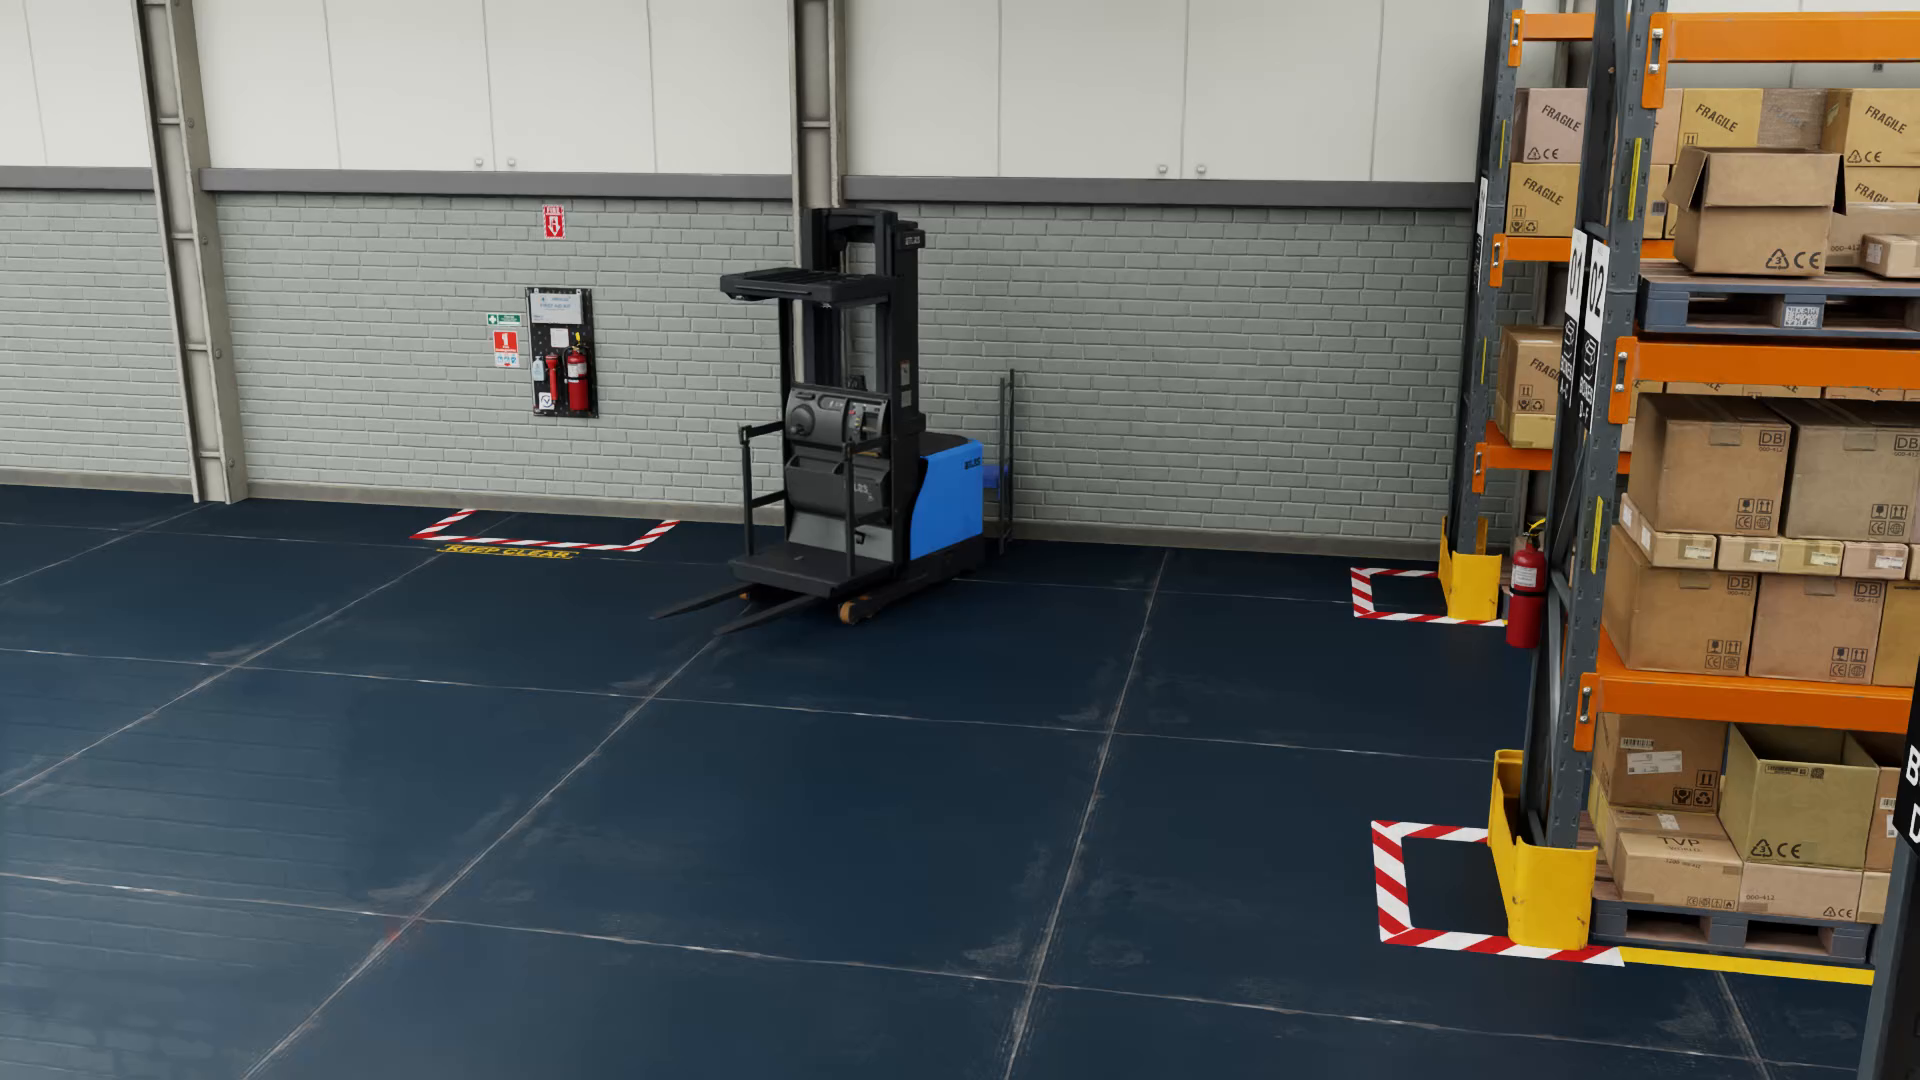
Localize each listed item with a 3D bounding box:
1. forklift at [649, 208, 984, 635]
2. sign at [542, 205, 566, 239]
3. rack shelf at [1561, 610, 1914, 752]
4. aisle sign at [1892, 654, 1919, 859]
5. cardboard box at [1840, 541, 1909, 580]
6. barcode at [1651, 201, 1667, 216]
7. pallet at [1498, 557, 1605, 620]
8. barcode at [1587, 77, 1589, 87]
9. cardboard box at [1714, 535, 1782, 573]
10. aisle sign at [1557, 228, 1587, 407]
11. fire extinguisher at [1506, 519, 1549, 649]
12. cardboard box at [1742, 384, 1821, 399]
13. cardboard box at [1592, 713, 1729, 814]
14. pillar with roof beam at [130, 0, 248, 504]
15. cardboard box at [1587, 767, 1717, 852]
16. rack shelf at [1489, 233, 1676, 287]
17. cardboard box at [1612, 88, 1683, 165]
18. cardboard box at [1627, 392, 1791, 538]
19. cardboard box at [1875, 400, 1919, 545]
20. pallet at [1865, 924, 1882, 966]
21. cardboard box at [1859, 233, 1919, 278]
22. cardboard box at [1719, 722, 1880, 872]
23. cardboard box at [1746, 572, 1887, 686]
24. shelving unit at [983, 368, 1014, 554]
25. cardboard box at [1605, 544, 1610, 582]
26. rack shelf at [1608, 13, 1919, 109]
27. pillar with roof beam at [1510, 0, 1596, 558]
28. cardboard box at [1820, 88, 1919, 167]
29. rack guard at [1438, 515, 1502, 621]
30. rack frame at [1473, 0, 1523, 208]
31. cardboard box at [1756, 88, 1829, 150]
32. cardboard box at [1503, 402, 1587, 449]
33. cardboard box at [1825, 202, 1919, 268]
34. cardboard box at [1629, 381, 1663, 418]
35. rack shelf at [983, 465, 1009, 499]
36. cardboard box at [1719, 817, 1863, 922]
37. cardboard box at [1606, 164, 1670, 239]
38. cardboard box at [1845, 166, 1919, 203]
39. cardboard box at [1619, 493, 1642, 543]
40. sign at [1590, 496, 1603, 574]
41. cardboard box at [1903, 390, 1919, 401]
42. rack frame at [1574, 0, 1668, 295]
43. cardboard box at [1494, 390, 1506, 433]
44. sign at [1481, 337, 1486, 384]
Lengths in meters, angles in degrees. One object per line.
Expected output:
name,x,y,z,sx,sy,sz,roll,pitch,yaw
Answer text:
forklift,-1.054,-0.935,12.377,1.130,2.935,3.031,11,19,33
sign,-3.575,-2.800,14.639,0.199,0.298,0.001,3,16,11
rack shelf,4.825,0.742,7.540,4.000,0.370,1.077,3,16,11
aisle sign,1.863,0.251,3.099,0.004,0.787,0.394,3,16,11
cardboard box,3.957,0.047,7.302,0.250,0.149,0.380,3,16,10
barcode,3.257,-1.546,7.748,0.075,0.075,0.001,3,16,11
pallet,4.712,0.394,12.676,1.213,0.211,1.003,3,16,11
barcode,4.644,-3.364,12.216,0.075,0.075,0.001,3,16,11
cardboard box,3.466,0.019,7.402,0.250,0.149,0.380,3,16,10
aisle sign,2.859,-1.044,7.771,0.004,0.787,0.394,3,16,11
fire extinguisher,2.841,0.199,8.300,0.183,0.674,0.296,3,16,11
cardboard box,5.752,-1.119,11.752,0.500,0.500,0.500,4,16,13
cardboard box,3.450,1.001,8.217,0.500,0.500,0.500,3,16,11
pillar with roof beam,-7.911,-3.599,10.628,0.400,9.000,9.100,3,16,11
cardboard box,3.449,1.363,8.316,0.500,0.250,0.500,3,16,11
rack shelf,5.808,-1.999,11.819,4.000,0.370,1.077,3,16,11
cardboard box,4.659,-2.868,11.510,0.500,0.500,0.500,3,16,10
cardboard box,3.372,-0.353,7.530,0.500,0.500,0.700,3,16,11
cardboard box,4.382,-0.300,7.338,0.500,0.500,0.700,3,16,11
pallet,4.814,1.728,7.857,1.213,0.211,1.003,3,16,11
cardboard box,3.983,-1.196,6.994,0.250,0.149,0.380,3,16,11
cardboard box,3.836,1.163,7.632,0.500,0.500,0.500,3,16,11
cardboard box,3.835,0.296,7.617,0.500,0.500,0.700,4,16,13
shelving unit,-0.102,-0.699,14.199,1.048,1.500,0.538,3,15,12
cardboard box,5.067,0.168,12.480,0.500,0.311,0.500,4,16,16
rack shelf,4.825,-1.956,6.793,4.000,0.370,1.077,3,16,11
pillar with roof beam,3.849,-2.961,8.323,0.400,9.000,9.100,3,16,11
cardboard box,6.170,-2.786,11.215,0.500,0.500,0.500,3,16,9
rack guard,3.923,0.202,12.827,0.348,0.500,1.175,3,16,11
rack frame,3.848,-3.898,11.707,0.127,3.000,1.000,3,16,11
cardboard box,5.830,-2.951,11.808,0.500,0.500,0.500,3,16,11
cardboard box,4.263,-0.835,12.131,0.500,0.250,0.500,3,16,9
cardboard box,4.046,-1.362,7.401,0.500,0.250,0.500,3,16,11
cardboard box,4.738,-1.173,11.945,0.500,0.500,0.500,3,16,11
rack shelf,-0.102,-0.525,14.246,1.000,0.185,0.538,3,15,12
cardboard box,3.837,1.524,7.734,0.500,0.250,0.500,3,16,11
cardboard box,4.645,-2.389,11.654,0.500,0.500,0.500,4,16,15
cardboard box,6.180,-2.309,11.366,0.500,0.500,0.500,2,16,9
cardboard box,3.277,-0.101,7.835,0.250,0.149,0.380,3,16,10
sign,2.748,-0.021,7.179,0.005,0.325,0.100,3,16,11
cardboard box,6.753,-1.062,11.546,0.500,0.500,0.500,3,16,11
rack frame,2.865,-2.602,7.028,0.127,3.000,1.000,3,16,11
cardboard box,4.345,-0.970,12.618,0.500,0.250,0.500,3,16,12
sign,3.740,-1.282,11.879,0.005,0.325,0.100,3,16,11
